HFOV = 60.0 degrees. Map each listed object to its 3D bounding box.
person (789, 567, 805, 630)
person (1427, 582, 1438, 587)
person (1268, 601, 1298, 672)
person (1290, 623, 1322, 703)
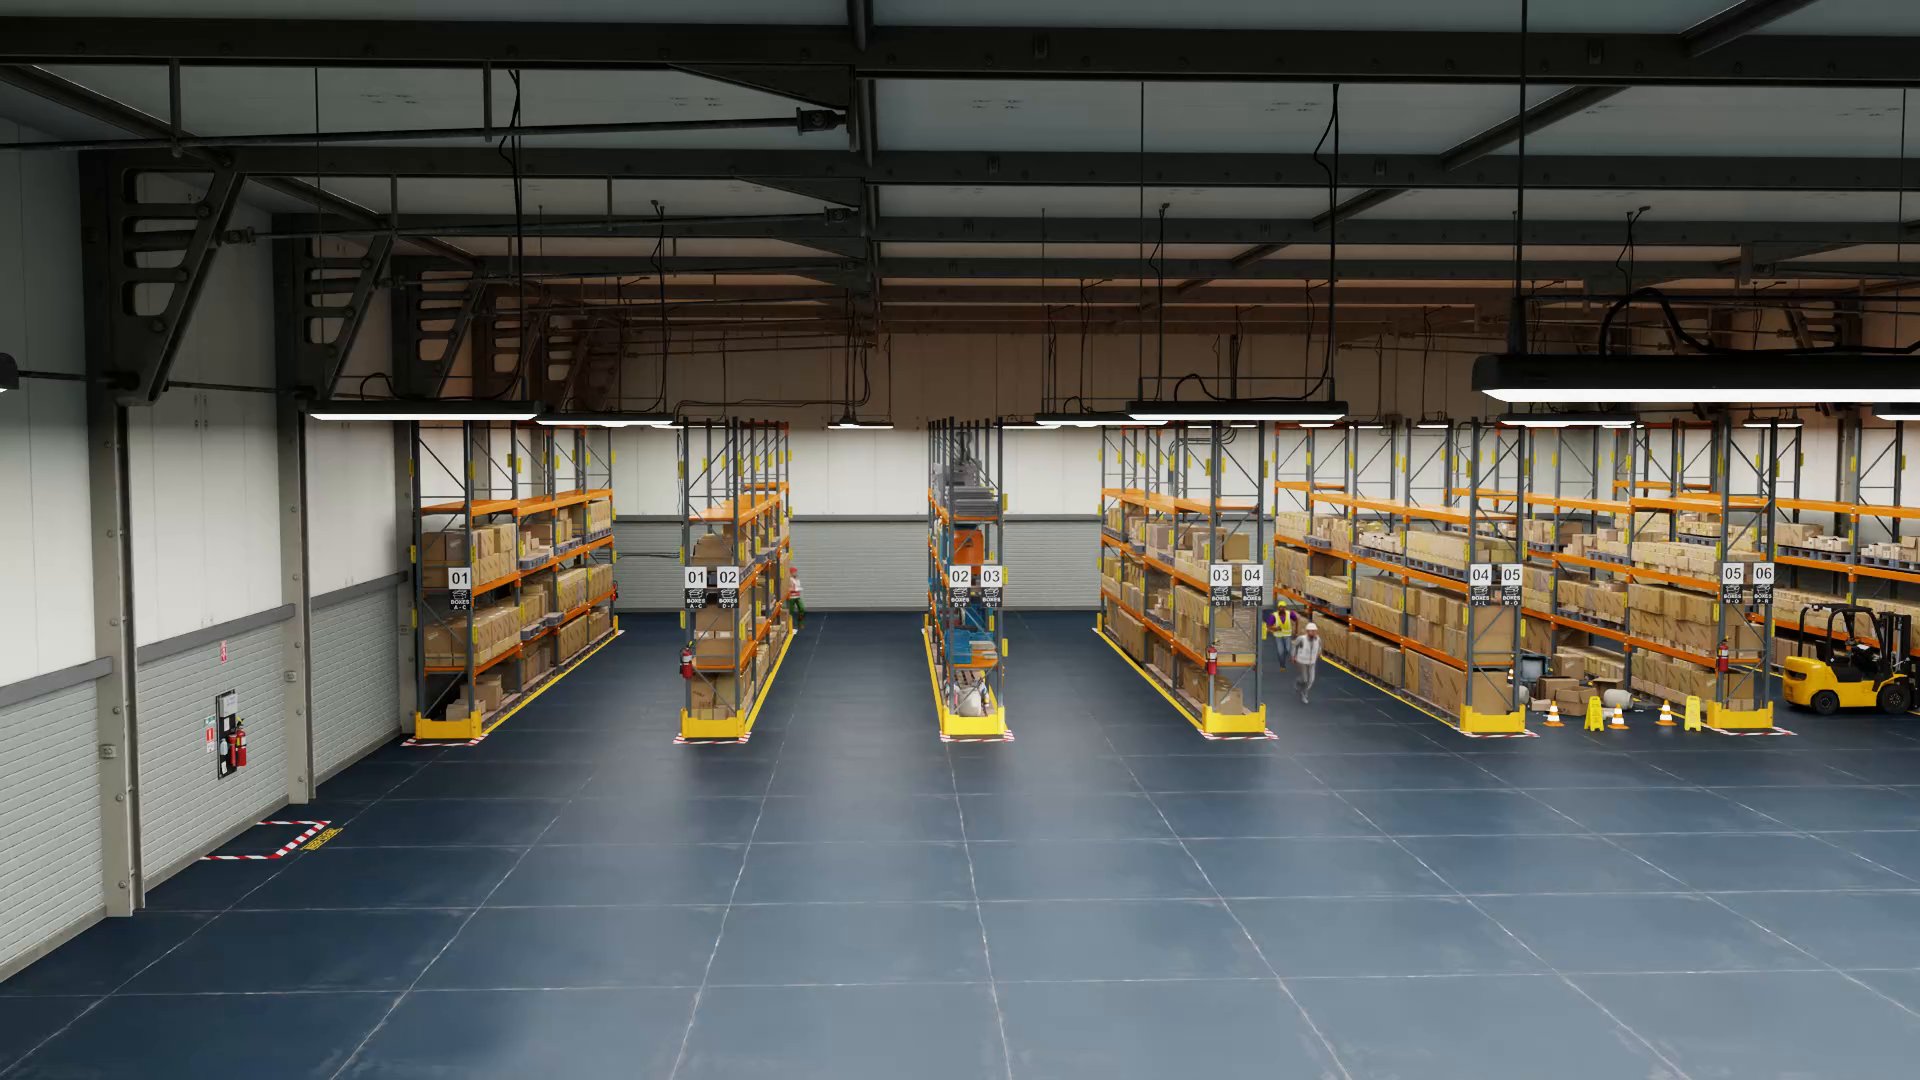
[{"bbox_3d":[-4.846,1.710,48.155,0.770,1.848,0.658,3,5,37],"label":"person"},{"bbox_3d":[14.059,1.650,49.296,0.591,1.750,0.707,1,4,14],"label":"person"},{"bbox_3d":[7.660,2.296,39.338,0.748,1.709,0.675,0,4,2],"label":"person"},{"bbox_3d":[7.341,2.592,35.247,0.651,1.708,0.768,-1,4,-18],"label":"person"}]
